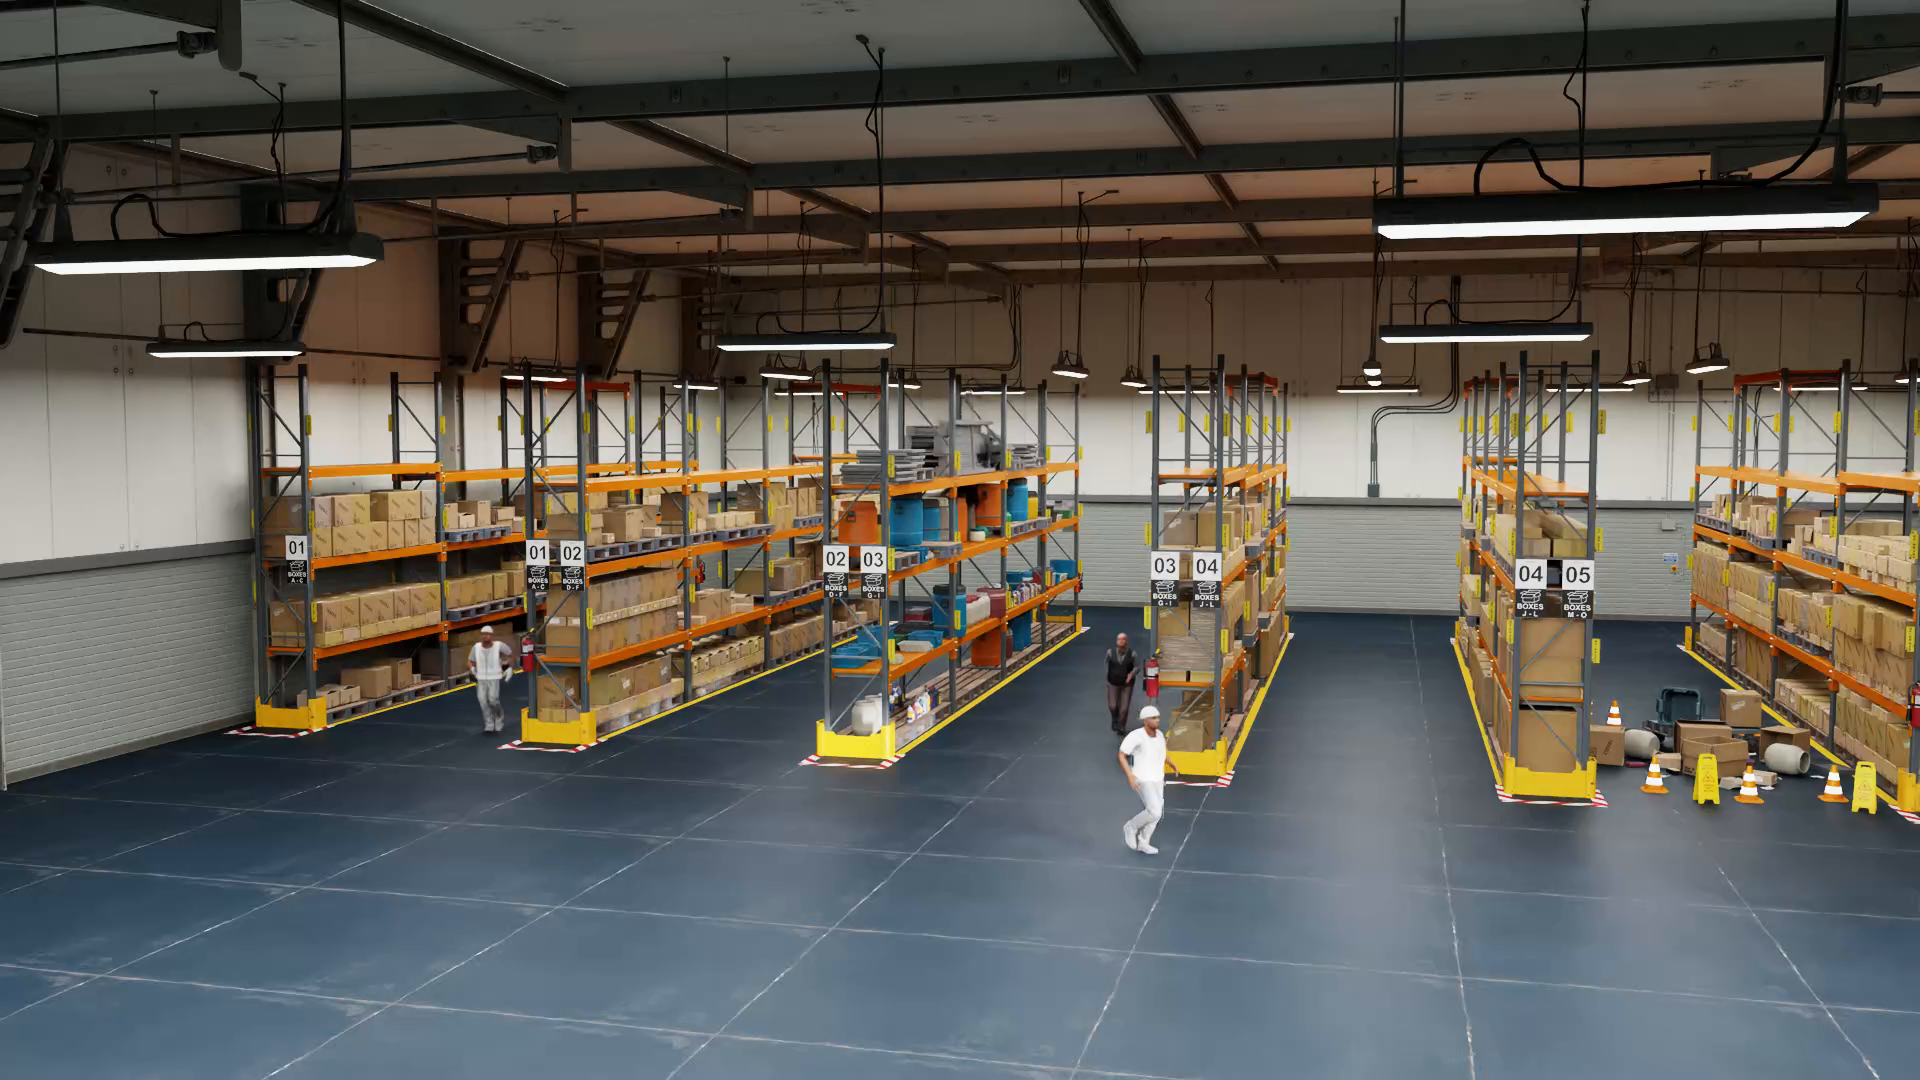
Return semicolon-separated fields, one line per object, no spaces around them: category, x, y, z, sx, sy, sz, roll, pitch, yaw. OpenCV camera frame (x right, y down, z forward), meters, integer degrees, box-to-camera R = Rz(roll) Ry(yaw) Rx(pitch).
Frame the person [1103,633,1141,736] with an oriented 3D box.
person;2.590;2.330;26.663;0.607;1.671;0.586;0;4;7

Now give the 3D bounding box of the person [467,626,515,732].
person;-7.617;2.264;26.900;0.722;1.752;0.625;0;4;0

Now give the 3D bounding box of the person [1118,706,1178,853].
person;2.222;2.797;19.440;0.575;1.730;0.712;4;6;44
